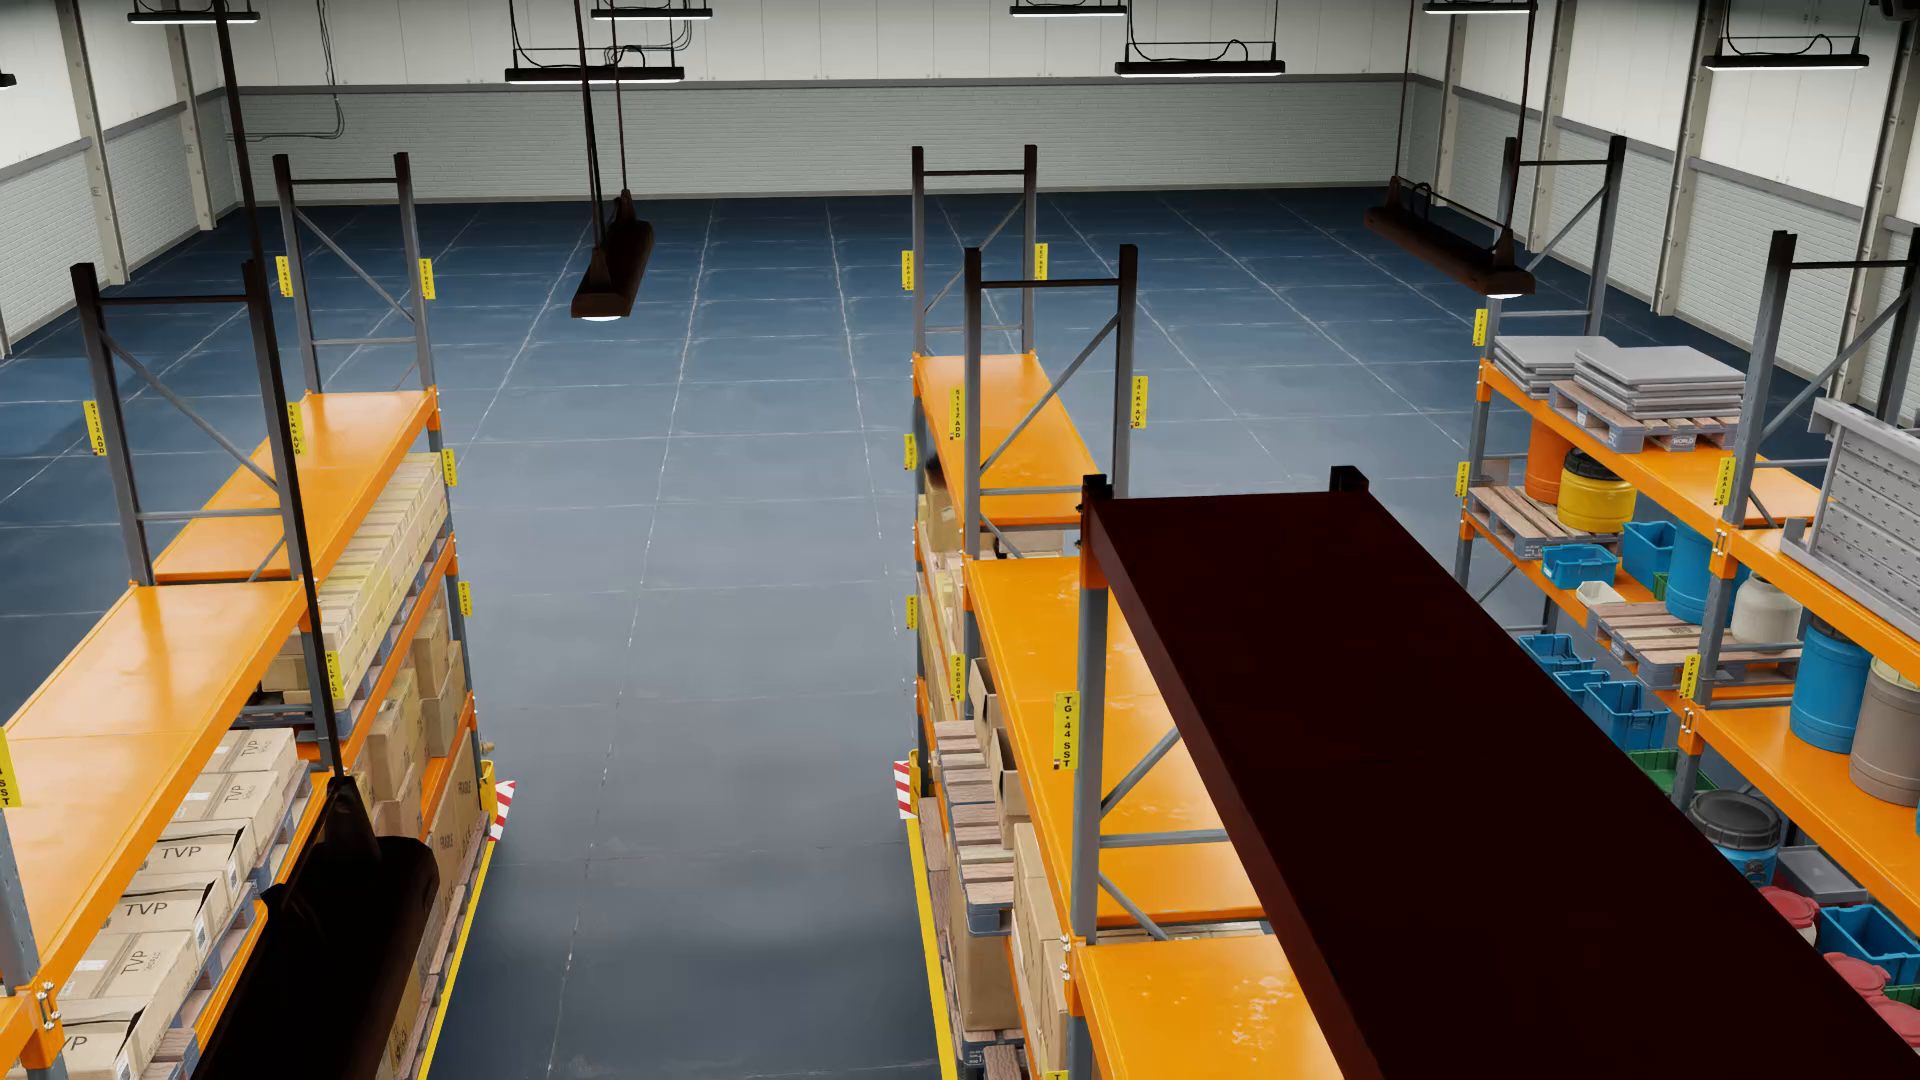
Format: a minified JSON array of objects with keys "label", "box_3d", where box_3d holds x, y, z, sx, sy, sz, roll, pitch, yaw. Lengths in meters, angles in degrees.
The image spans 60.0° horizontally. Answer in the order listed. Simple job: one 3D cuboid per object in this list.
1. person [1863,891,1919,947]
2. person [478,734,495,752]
[{"label":"person","box_3d":[7.499,2.474,13.205,0.396,1.603,1.006,-5,22,-11]},{"label":"person","box_3d":[-5.057,1.198,16.182,0.860,1.760,0.551,-5,22,-13]}]
